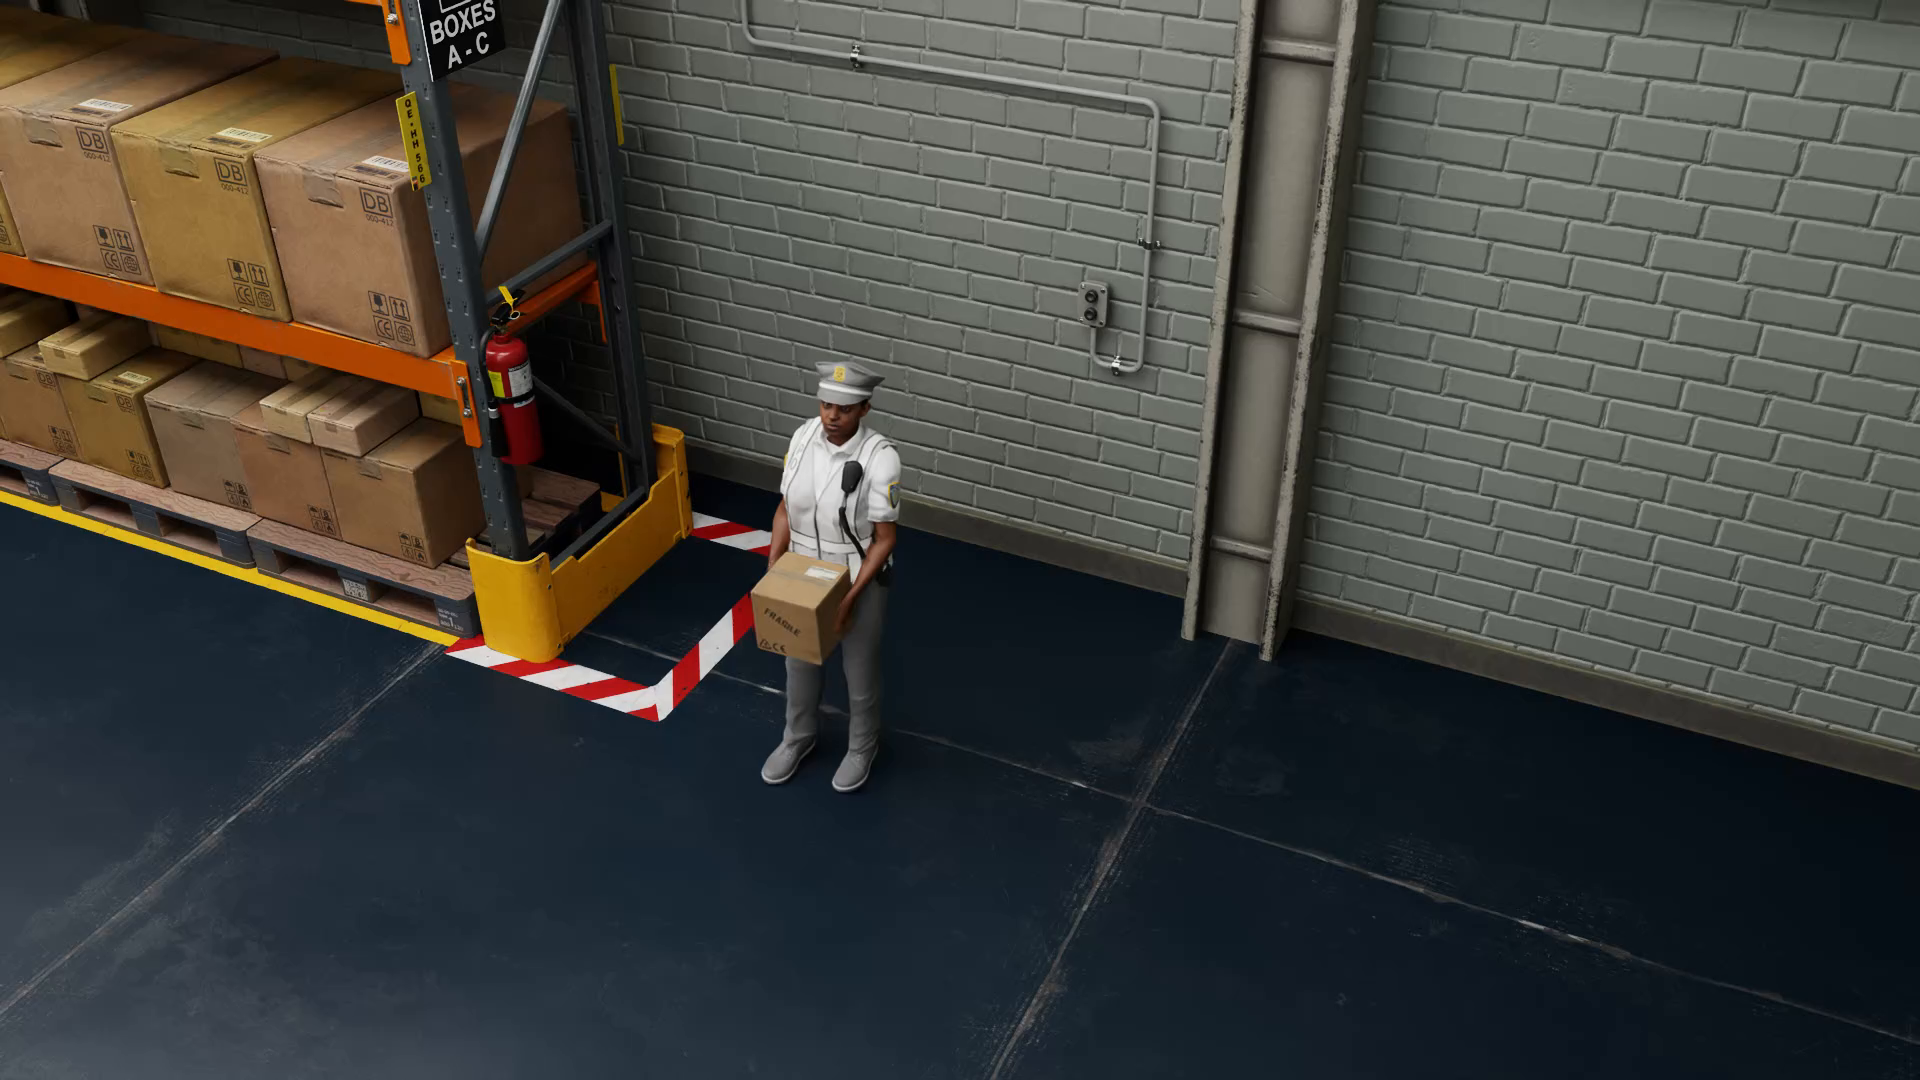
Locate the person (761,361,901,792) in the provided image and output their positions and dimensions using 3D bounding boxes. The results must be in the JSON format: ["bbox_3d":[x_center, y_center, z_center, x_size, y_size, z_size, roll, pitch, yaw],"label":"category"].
[{"bbox_3d":[-7.100,1.338,3.992,10.708,1.838,10.106,14,36,20],"label":"person"}]
